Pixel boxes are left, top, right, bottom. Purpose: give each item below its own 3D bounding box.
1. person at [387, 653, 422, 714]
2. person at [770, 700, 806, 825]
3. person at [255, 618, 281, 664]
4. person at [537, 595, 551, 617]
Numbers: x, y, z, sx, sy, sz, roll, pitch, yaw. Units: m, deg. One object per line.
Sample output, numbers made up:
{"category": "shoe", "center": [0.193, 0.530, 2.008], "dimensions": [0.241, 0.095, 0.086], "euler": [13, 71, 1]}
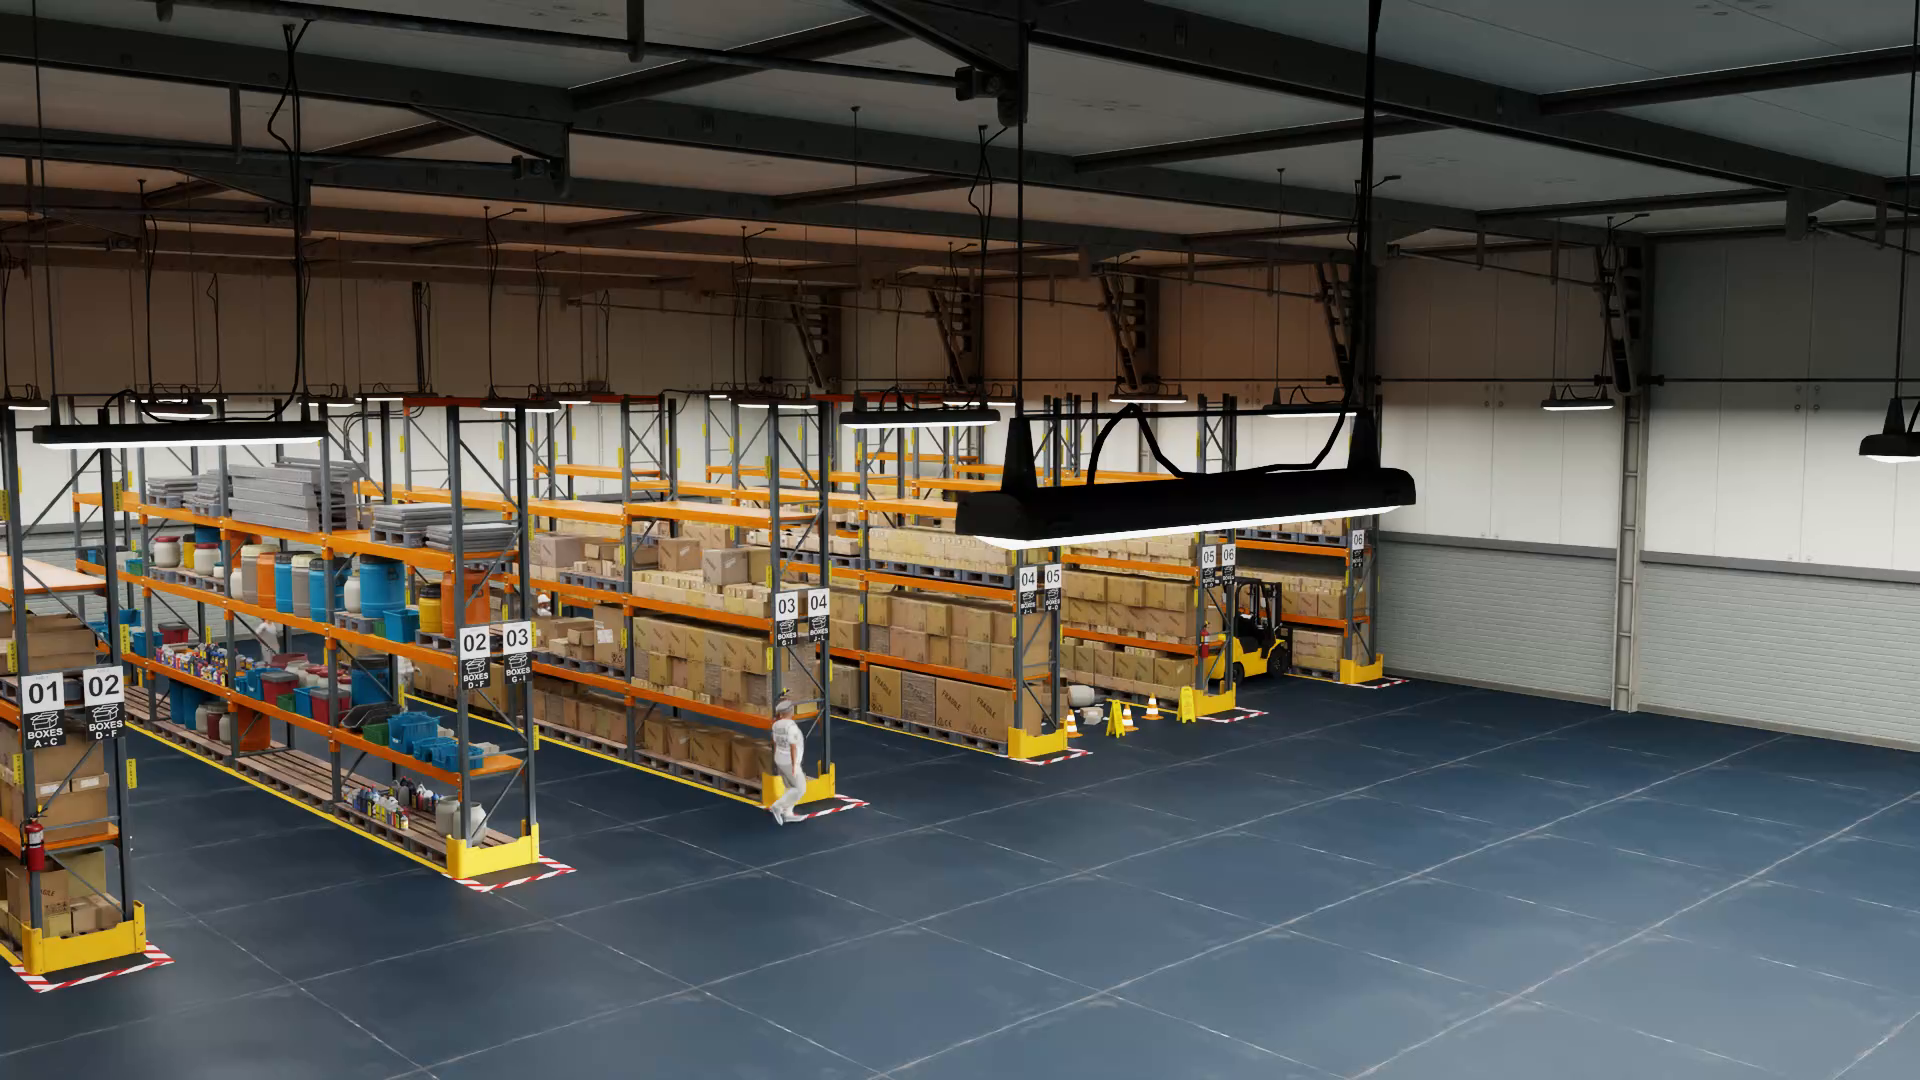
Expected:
{"category": "person", "center": [-10.324, 2.457, 30.886], "dimensions": [1.032, 1.732, 0.656], "euler": [5, 7, 42]}
{"category": "person", "center": [-2.471, 3.159, 23.643], "dimensions": [0.513, 1.750, 0.589], "euler": [-2, 6, -17]}
{"category": "person", "center": [-14.175, 2.242, 34.022], "dimensions": [0.546, 1.644, 0.541], "euler": [5, 7, 41]}
{"category": "person", "center": [-8.693, 2.020, 35.492], "dimensions": [0.647, 1.756, 0.588], "euler": [-4, 7, -34]}
